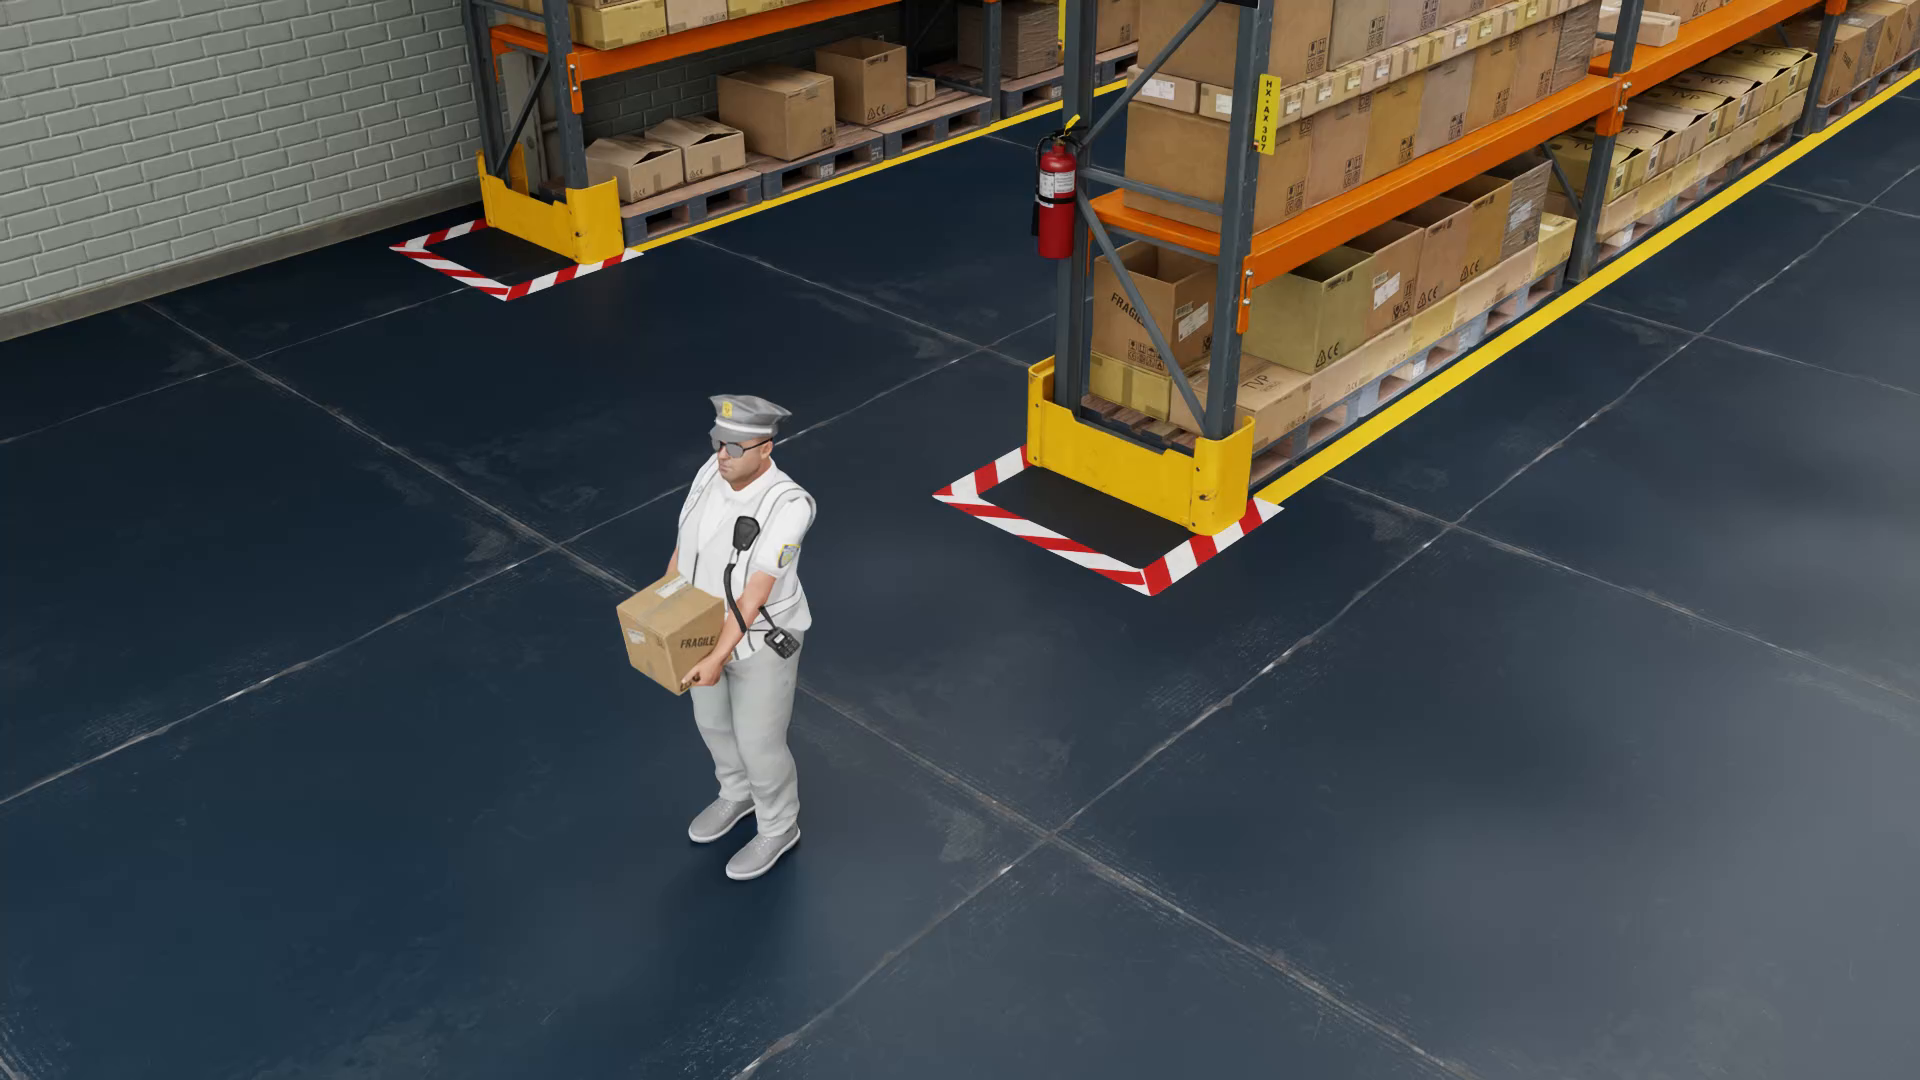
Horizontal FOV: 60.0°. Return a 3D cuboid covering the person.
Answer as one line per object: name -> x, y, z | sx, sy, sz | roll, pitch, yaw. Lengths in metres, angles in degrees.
person -> -0.764, 0.338, 5.548 | 0.493, 1.767, 0.573 | 25, 39, 35
